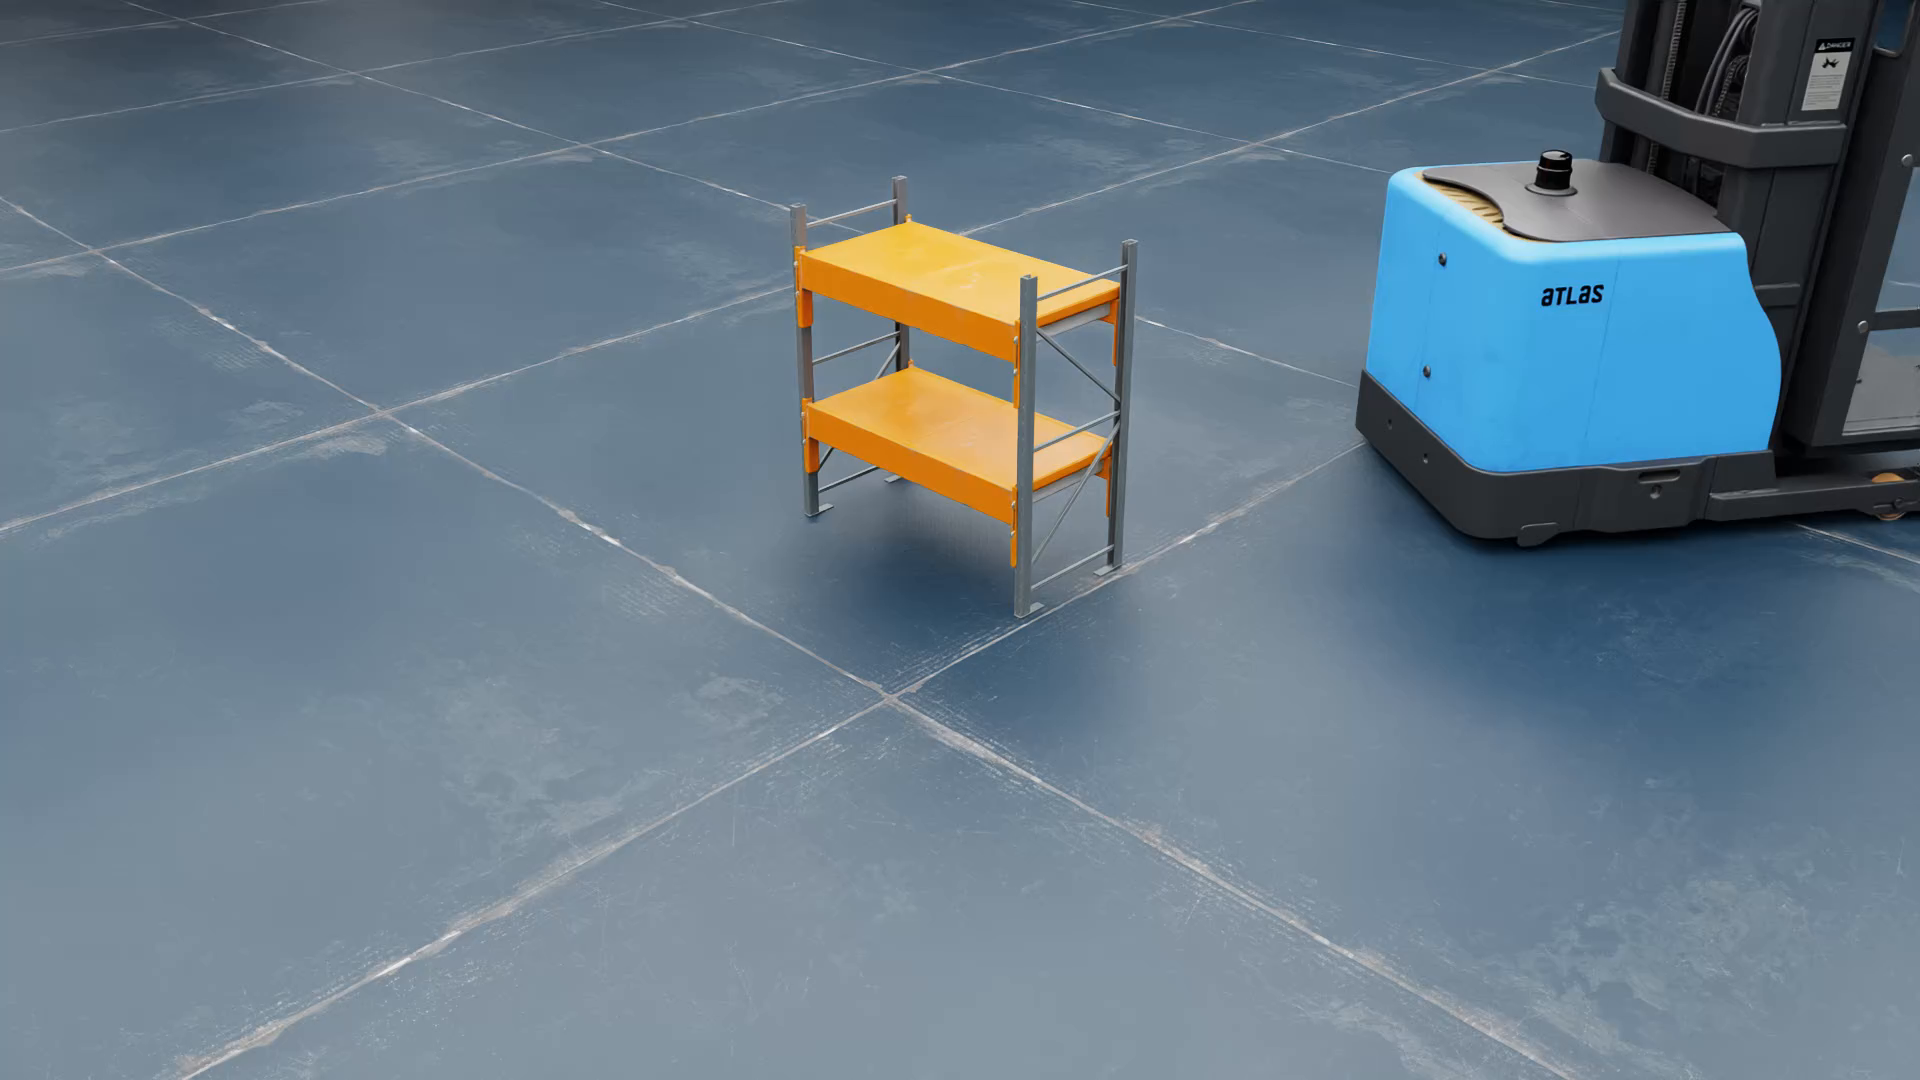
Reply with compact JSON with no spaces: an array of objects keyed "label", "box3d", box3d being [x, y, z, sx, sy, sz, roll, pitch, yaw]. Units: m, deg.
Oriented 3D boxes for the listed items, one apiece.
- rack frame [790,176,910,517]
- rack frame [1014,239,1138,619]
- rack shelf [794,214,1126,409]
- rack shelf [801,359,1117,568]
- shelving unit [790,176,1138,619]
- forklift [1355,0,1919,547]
[{"label":"rack frame","box3d":[-0.367,-0.666,5.808,0.032,1.125,0.500,25,36,38]},{"label":"rack frame","box3d":[0.358,-0.334,5.177,0.032,1.125,0.500,25,36,38]},{"label":"rack shelf","box3d":[-0.005,-0.759,5.356,1.000,0.278,0.538,25,36,38]},{"label":"rack shelf","box3d":[-0.005,-0.284,5.606,1.000,0.278,0.538,25,36,38]},{"label":"shelving unit","box3d":[-0.005,-0.500,5.492,1.048,1.125,0.538,25,36,38]},{"label":"forklift","box3d":[3.096,-1.601,5.646,3.031,2.935,1.130,-5,28,-10]}]
